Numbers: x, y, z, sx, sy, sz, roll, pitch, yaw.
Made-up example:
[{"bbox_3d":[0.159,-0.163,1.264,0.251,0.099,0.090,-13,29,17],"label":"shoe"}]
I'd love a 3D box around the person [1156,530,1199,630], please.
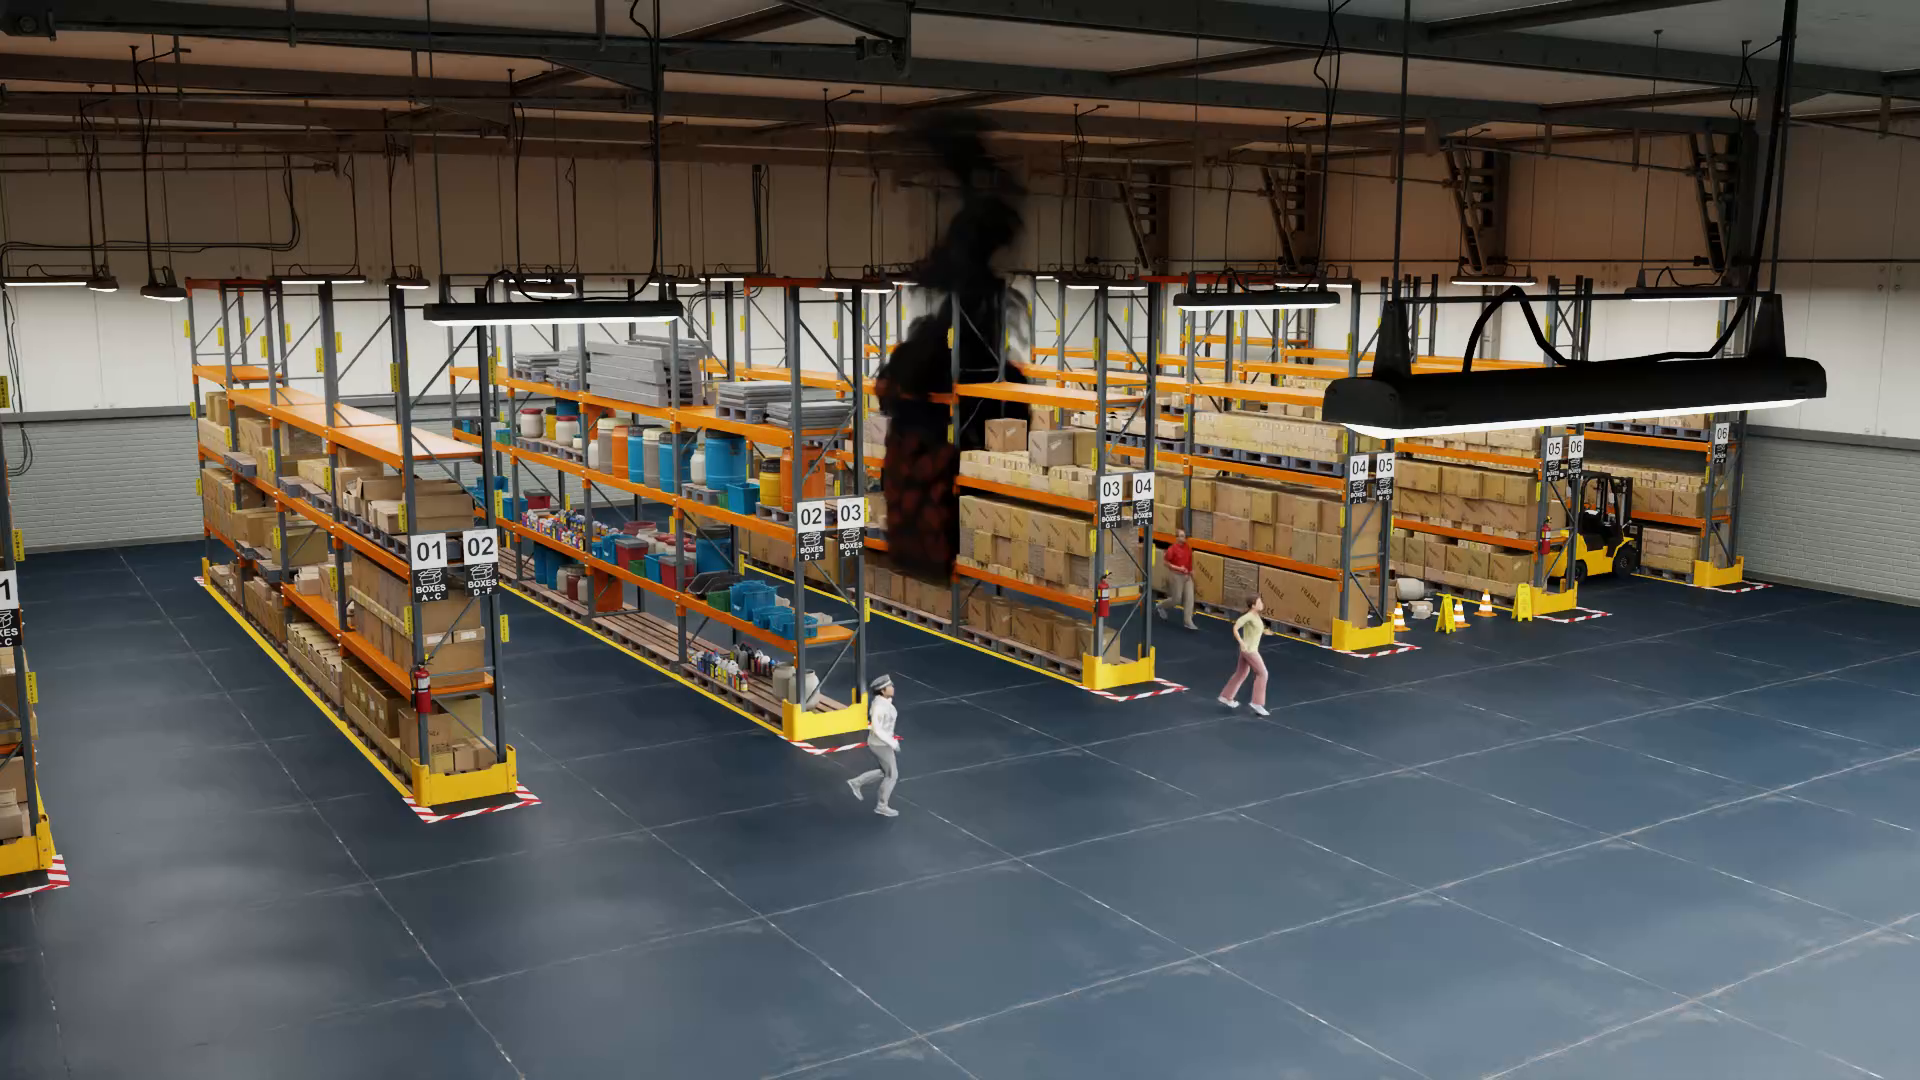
[{"bbox_3d":[3.815,0.672,28.869,0.663,1.708,0.923,-7,12,-36],"label":"person"}]

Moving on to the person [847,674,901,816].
[{"bbox_3d":[-0.970,2.348,19.114,0.578,1.681,0.626,0,10,-2],"label":"person"}]

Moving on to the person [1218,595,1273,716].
[{"bbox_3d":[4.037,1.602,23.469,0.748,1.718,0.569,2,10,13],"label":"person"}]

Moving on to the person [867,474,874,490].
[{"bbox_3d":[-2.314,-0.926,38.257,0.653,1.752,0.865,-5,11,-28],"label":"person"}]

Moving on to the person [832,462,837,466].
[{"bbox_3d":[-3.023,-1.039,39.332,0.607,1.648,0.712,-3,10,-15],"label":"person"}]
